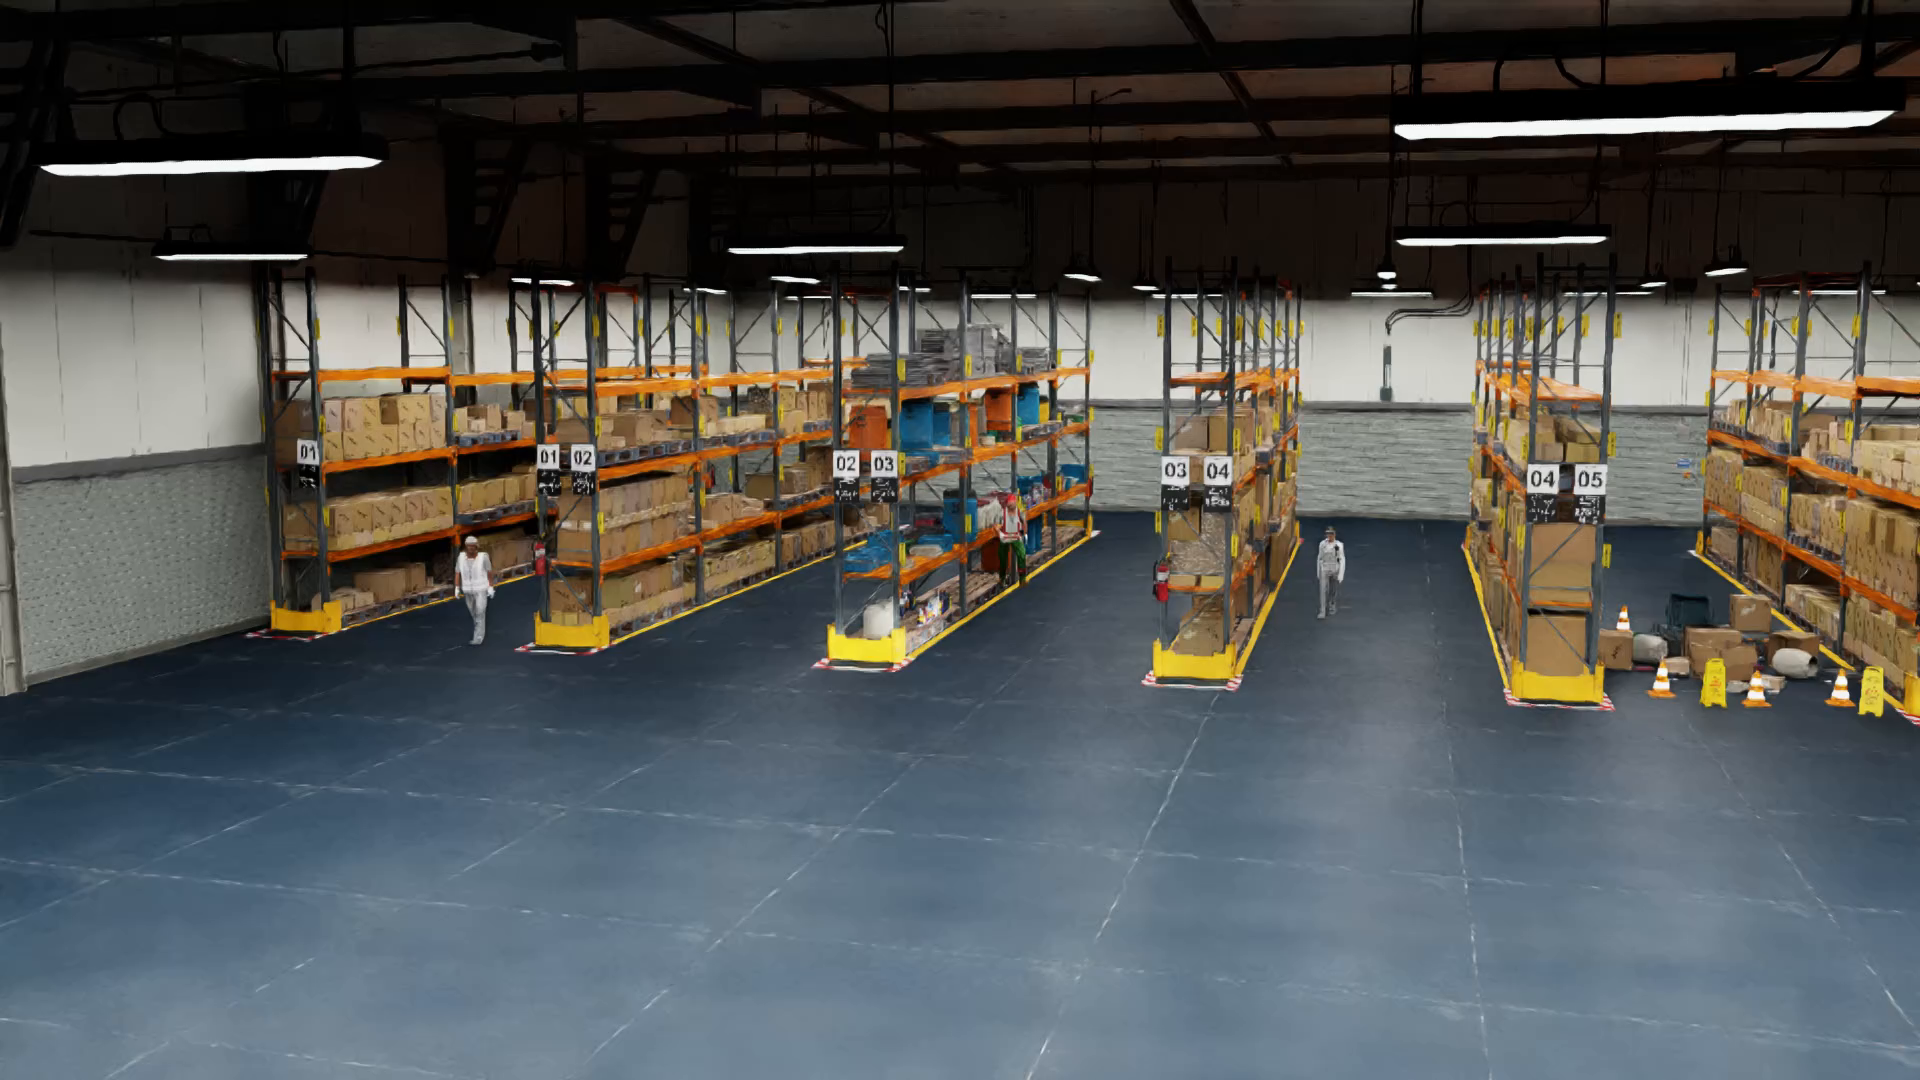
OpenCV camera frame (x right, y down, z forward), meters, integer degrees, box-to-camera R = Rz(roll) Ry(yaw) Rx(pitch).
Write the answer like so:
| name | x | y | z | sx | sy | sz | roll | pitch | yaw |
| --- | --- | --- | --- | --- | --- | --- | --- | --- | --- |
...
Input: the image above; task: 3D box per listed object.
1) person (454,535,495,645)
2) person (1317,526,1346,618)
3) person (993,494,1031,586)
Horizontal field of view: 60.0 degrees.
| name | x | y | z | sx | sy | sz | roll | pitch | yaw |
| --- | --- | --- | --- | --- | --- | --- | --- | --- | --- |
| person | -7.769 | 0.779 | 26.516 | 0.550 | 1.724 | 1.028 | 1 | 7 | 6 |
| person | 6.458 | 0.528 | 28.952 | 0.488 | 1.590 | 1.089 | 2 | 7 | 13 |
| person | 0.946 | -0.017 | 30.711 | 0.685 | 1.706 | 0.852 | 0 | 7 | -2 |
